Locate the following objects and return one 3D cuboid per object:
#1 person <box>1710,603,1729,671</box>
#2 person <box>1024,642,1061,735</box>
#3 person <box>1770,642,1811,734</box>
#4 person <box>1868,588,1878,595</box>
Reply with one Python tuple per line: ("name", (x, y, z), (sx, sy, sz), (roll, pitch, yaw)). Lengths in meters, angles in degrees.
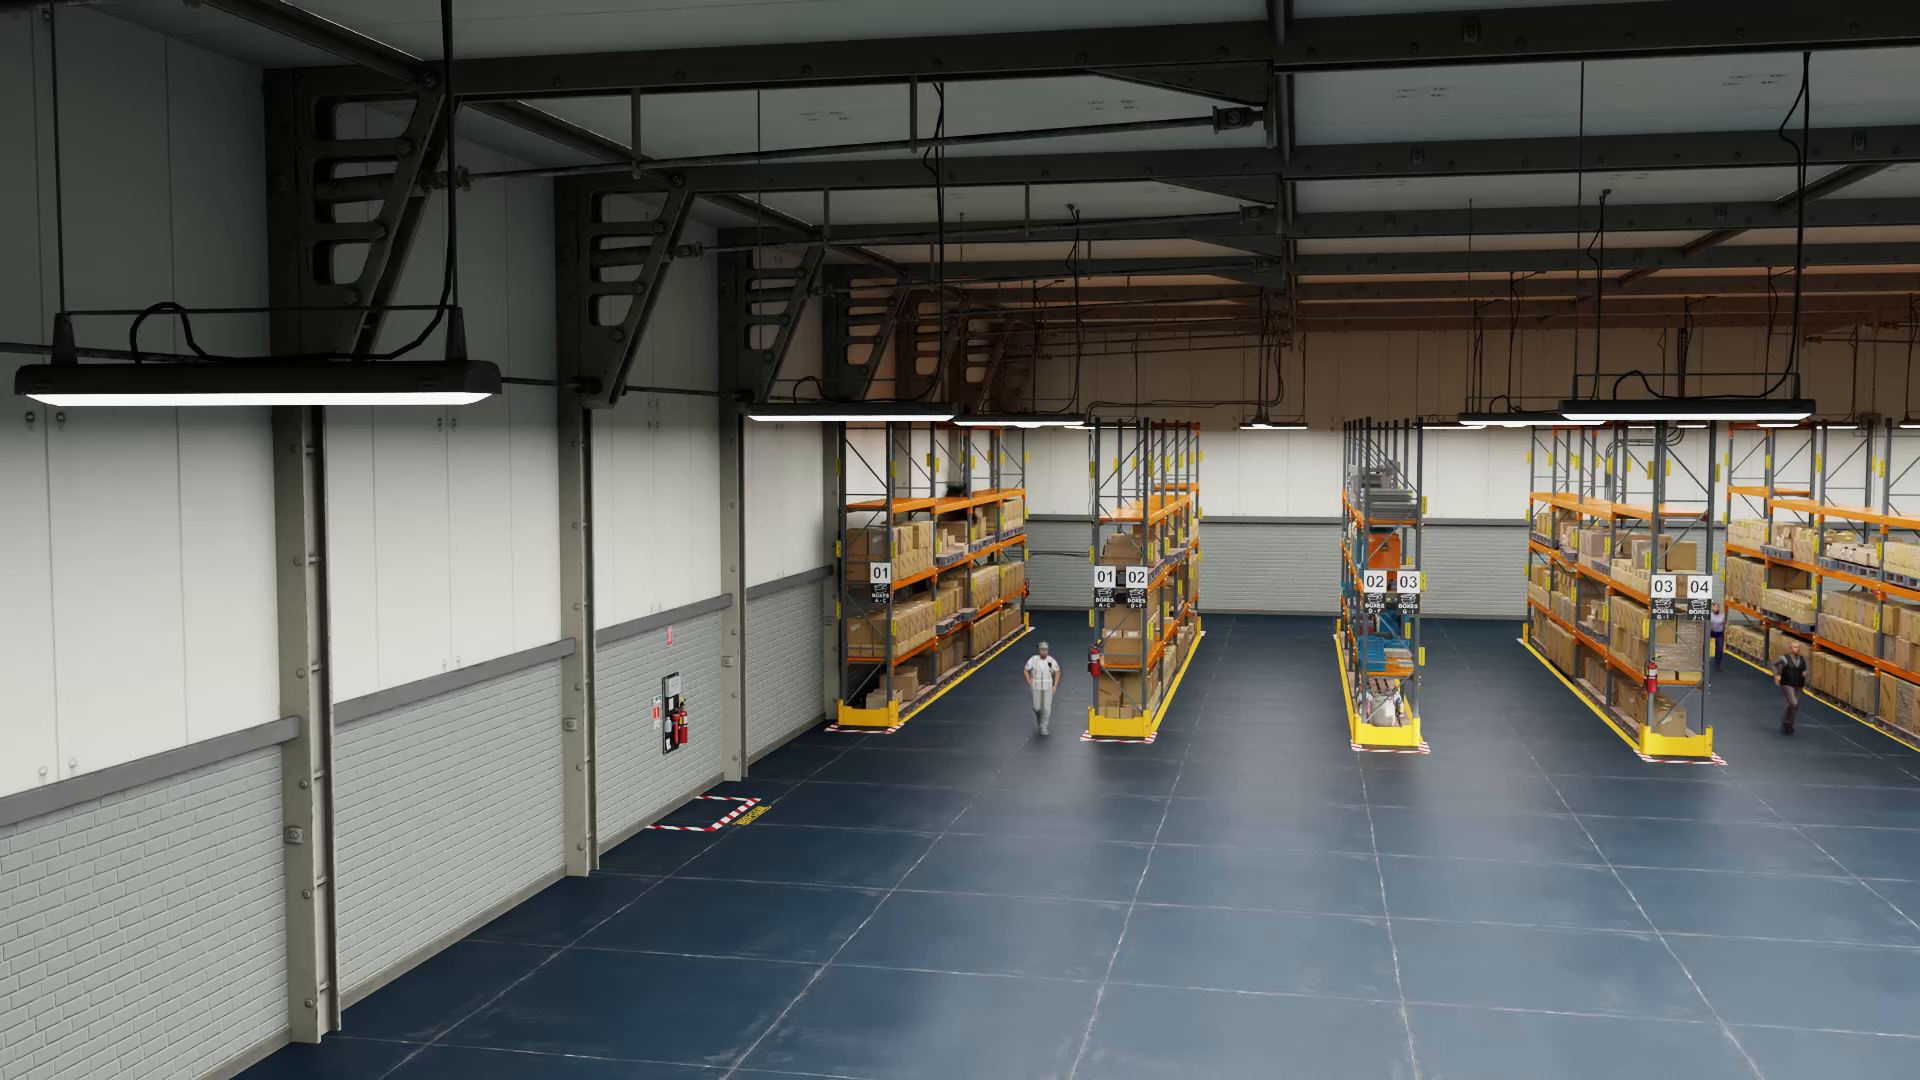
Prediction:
("person", (18.233, 2.329, 40.105), (0.622, 1.605, 0.764), (1, 4, 11))
("person", (1.558, 2.810, 31.677), (0.678, 1.748, 0.549), (0, 4, 3))
("person", (15.846, 2.817, 31.630), (0.640, 1.742, 0.696), (0, 4, -4))
("person", (24.522, 1.982, 44.728), (0.720, 1.791, 0.676), (1, 4, 20))
